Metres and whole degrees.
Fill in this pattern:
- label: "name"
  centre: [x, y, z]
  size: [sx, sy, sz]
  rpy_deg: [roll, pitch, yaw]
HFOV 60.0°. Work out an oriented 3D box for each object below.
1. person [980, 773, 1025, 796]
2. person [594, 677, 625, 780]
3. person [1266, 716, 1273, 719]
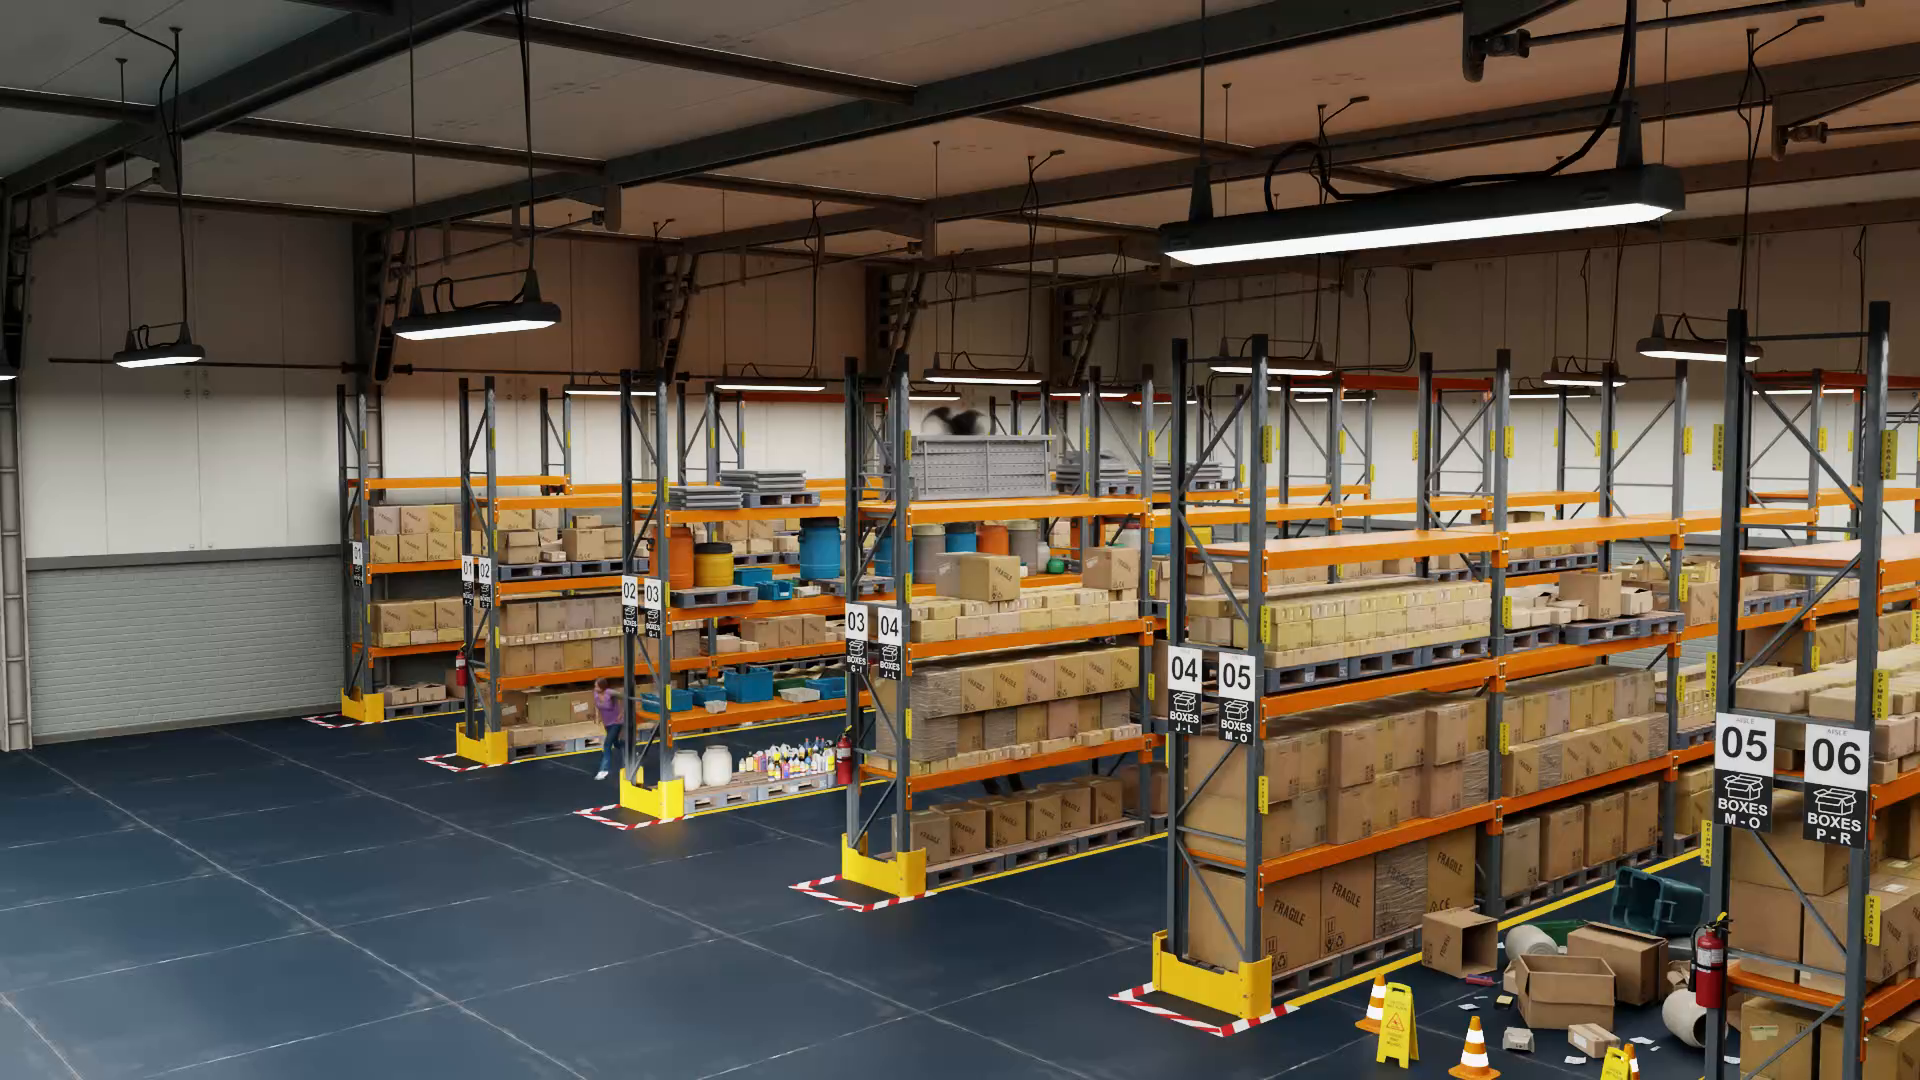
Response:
- label: "person"
  centre: [0.542, 2.808, 22.595]
  size: [0.690, 1.731, 0.985]
  rpy_deg: [4, 5, 44]
- label: "person"
  centre: [-5.161, 2.785, 24.950]
  size: [0.569, 1.547, 0.914]
  rpy_deg: [2, 4, 22]
- label: "person"
  centre: [3.735, 2.966, 20.587]
  size: [0.618, 1.687, 0.958]
  rpy_deg: [3, 5, 37]
